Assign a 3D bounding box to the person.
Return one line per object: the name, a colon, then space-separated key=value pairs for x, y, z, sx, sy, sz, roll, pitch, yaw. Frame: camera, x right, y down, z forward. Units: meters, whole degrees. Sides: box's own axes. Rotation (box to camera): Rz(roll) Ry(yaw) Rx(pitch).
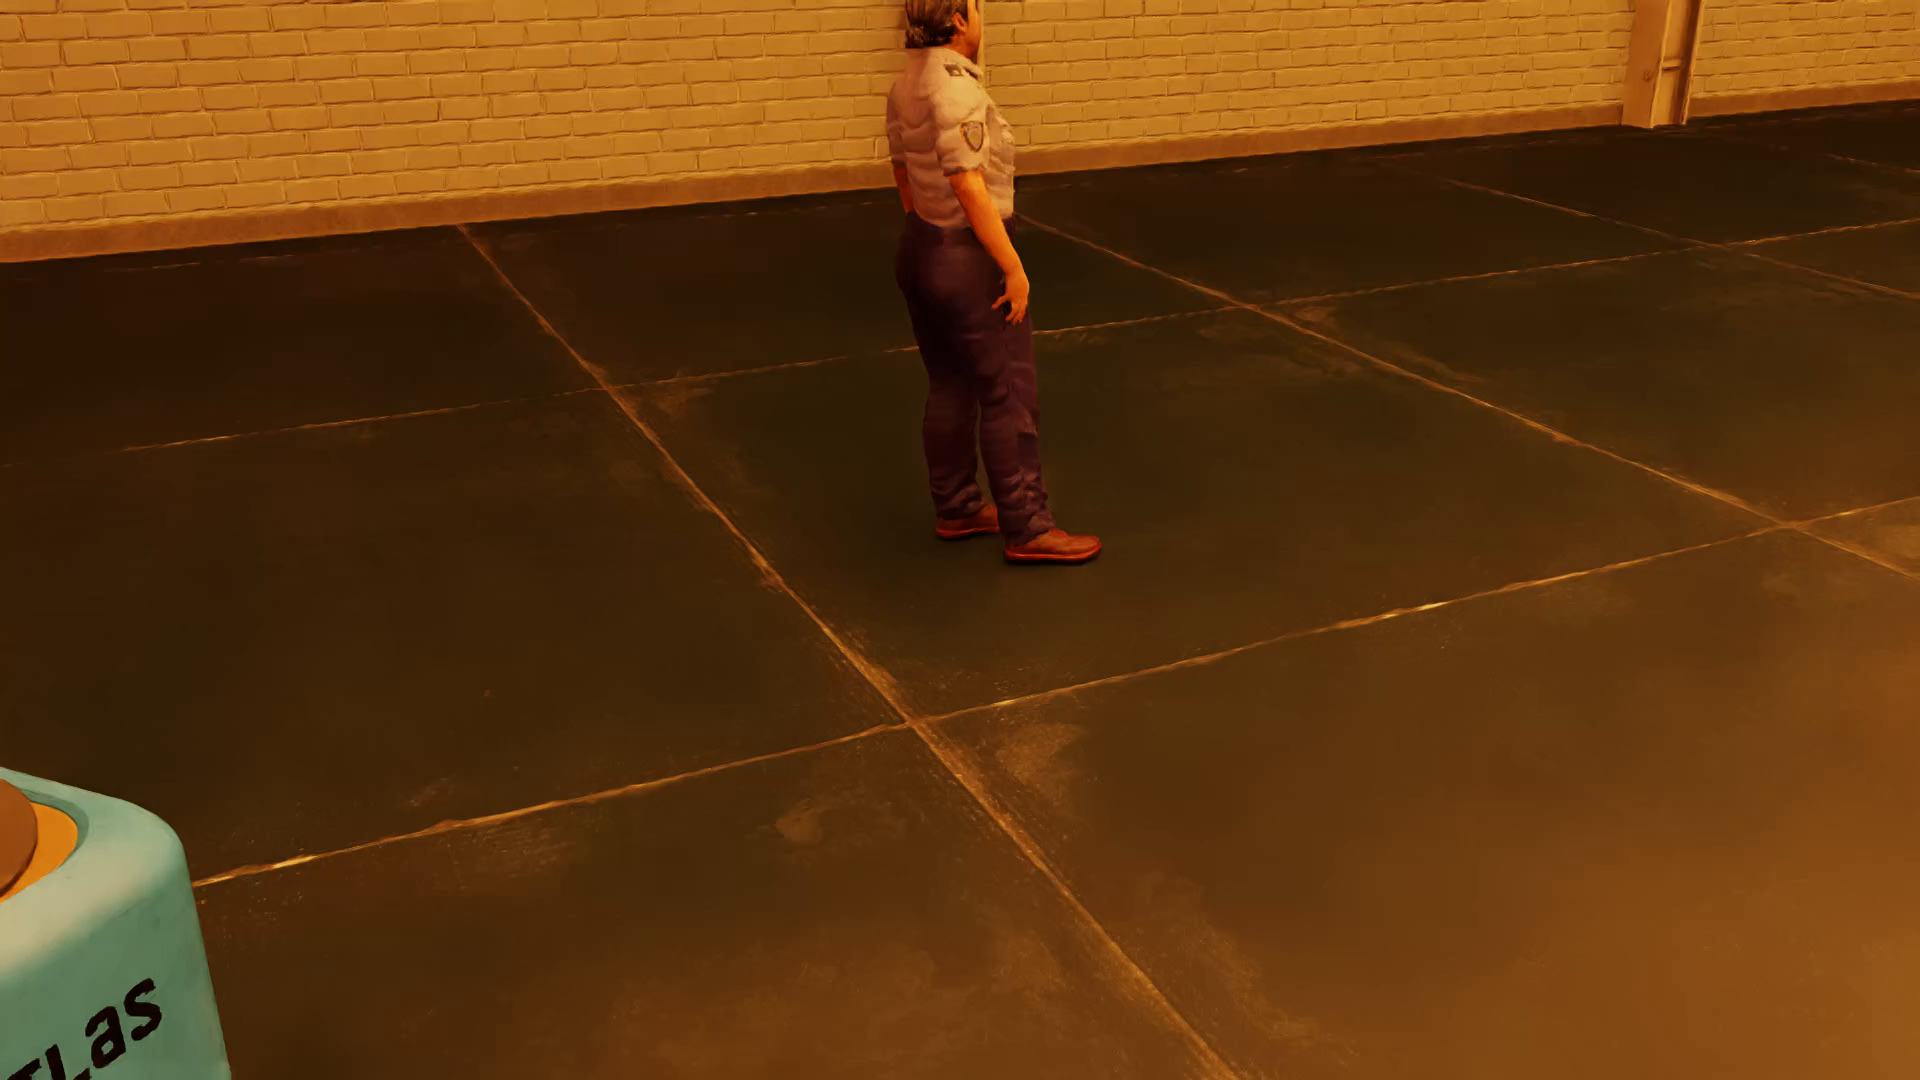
person: x=0.091 y=-0.774 z=4.804 sx=0.502 sy=1.650 sz=0.599 roll=-10 pitch=25 yaw=-23
